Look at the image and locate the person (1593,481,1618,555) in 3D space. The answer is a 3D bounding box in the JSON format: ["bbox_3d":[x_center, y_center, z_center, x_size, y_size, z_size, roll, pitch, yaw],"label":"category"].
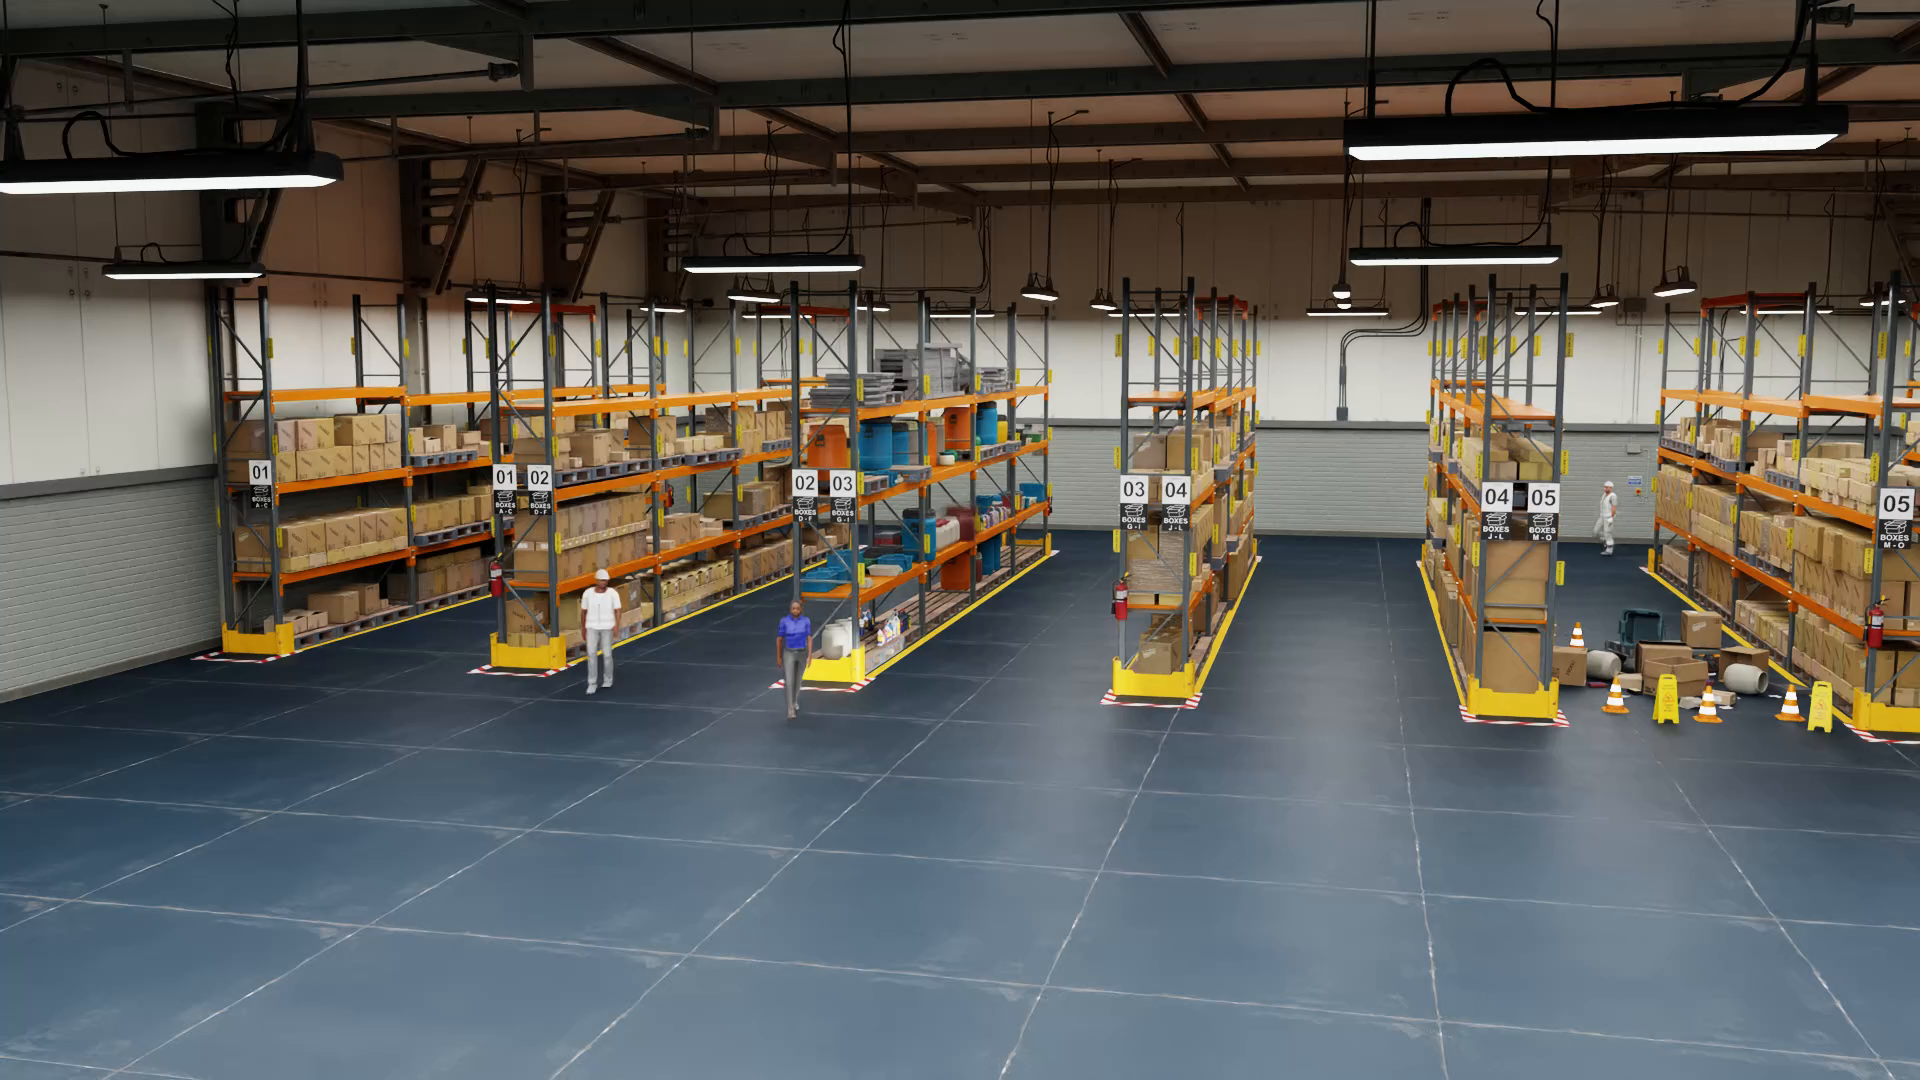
[{"bbox_3d":[15.653,-0.533,40.284,0.461,1.788,0.589,-1,7,-10],"label":"person"}]

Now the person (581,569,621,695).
[{"bbox_3d":[-5.281,1.338,24.418,0.593,1.783,0.687,-1,7,-9],"label":"person"}]

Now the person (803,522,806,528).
[{"bbox_3d":[-4.139,-0.709,42.878,0.655,1.569,0.514,-2,7,-18],"label":"person"}]

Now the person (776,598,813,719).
[{"bbox_3d":[-2.247,1.587,22.642,0.486,1.599,1.019,-3,7,-22],"label":"person"}]
